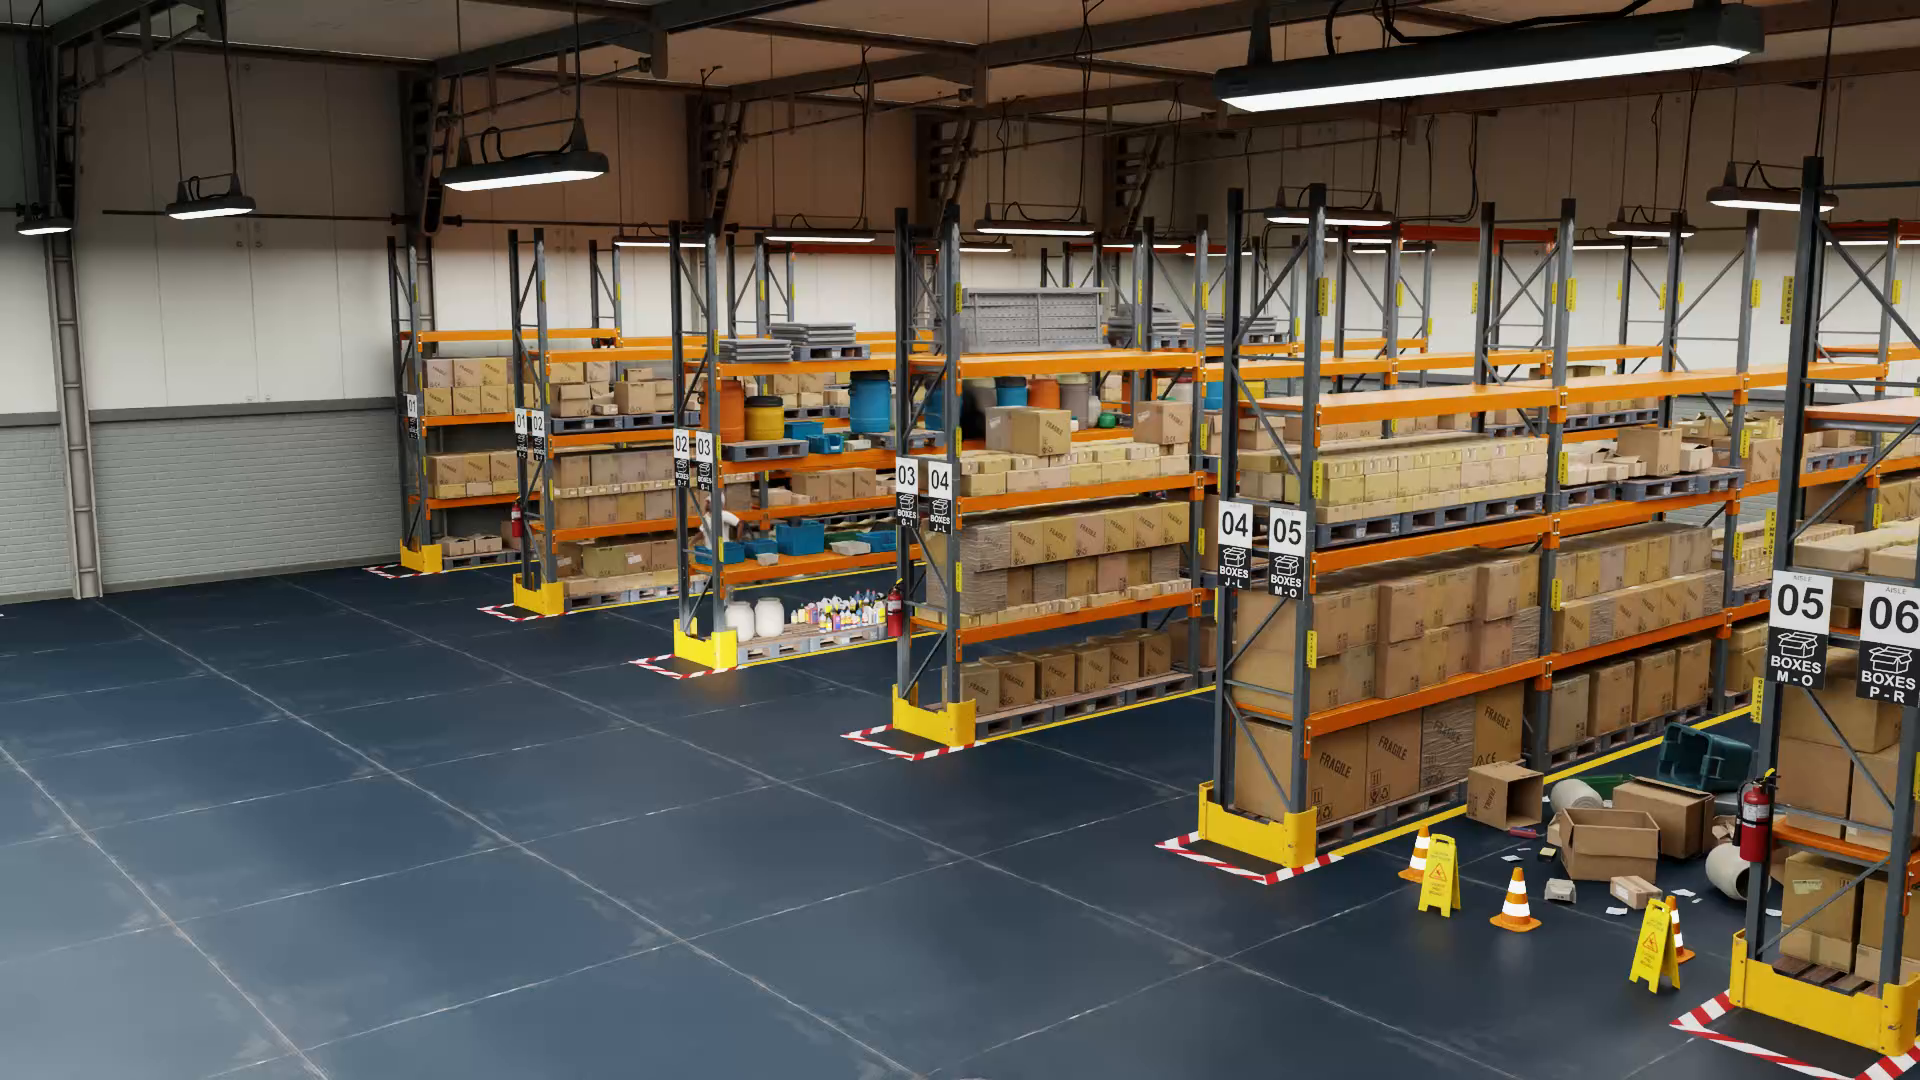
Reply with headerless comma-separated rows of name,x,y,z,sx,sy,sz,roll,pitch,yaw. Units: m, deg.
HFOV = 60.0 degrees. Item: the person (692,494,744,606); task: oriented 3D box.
person,-3.672,0.168,25.093,0.726,1.738,0.749,8,12,42
